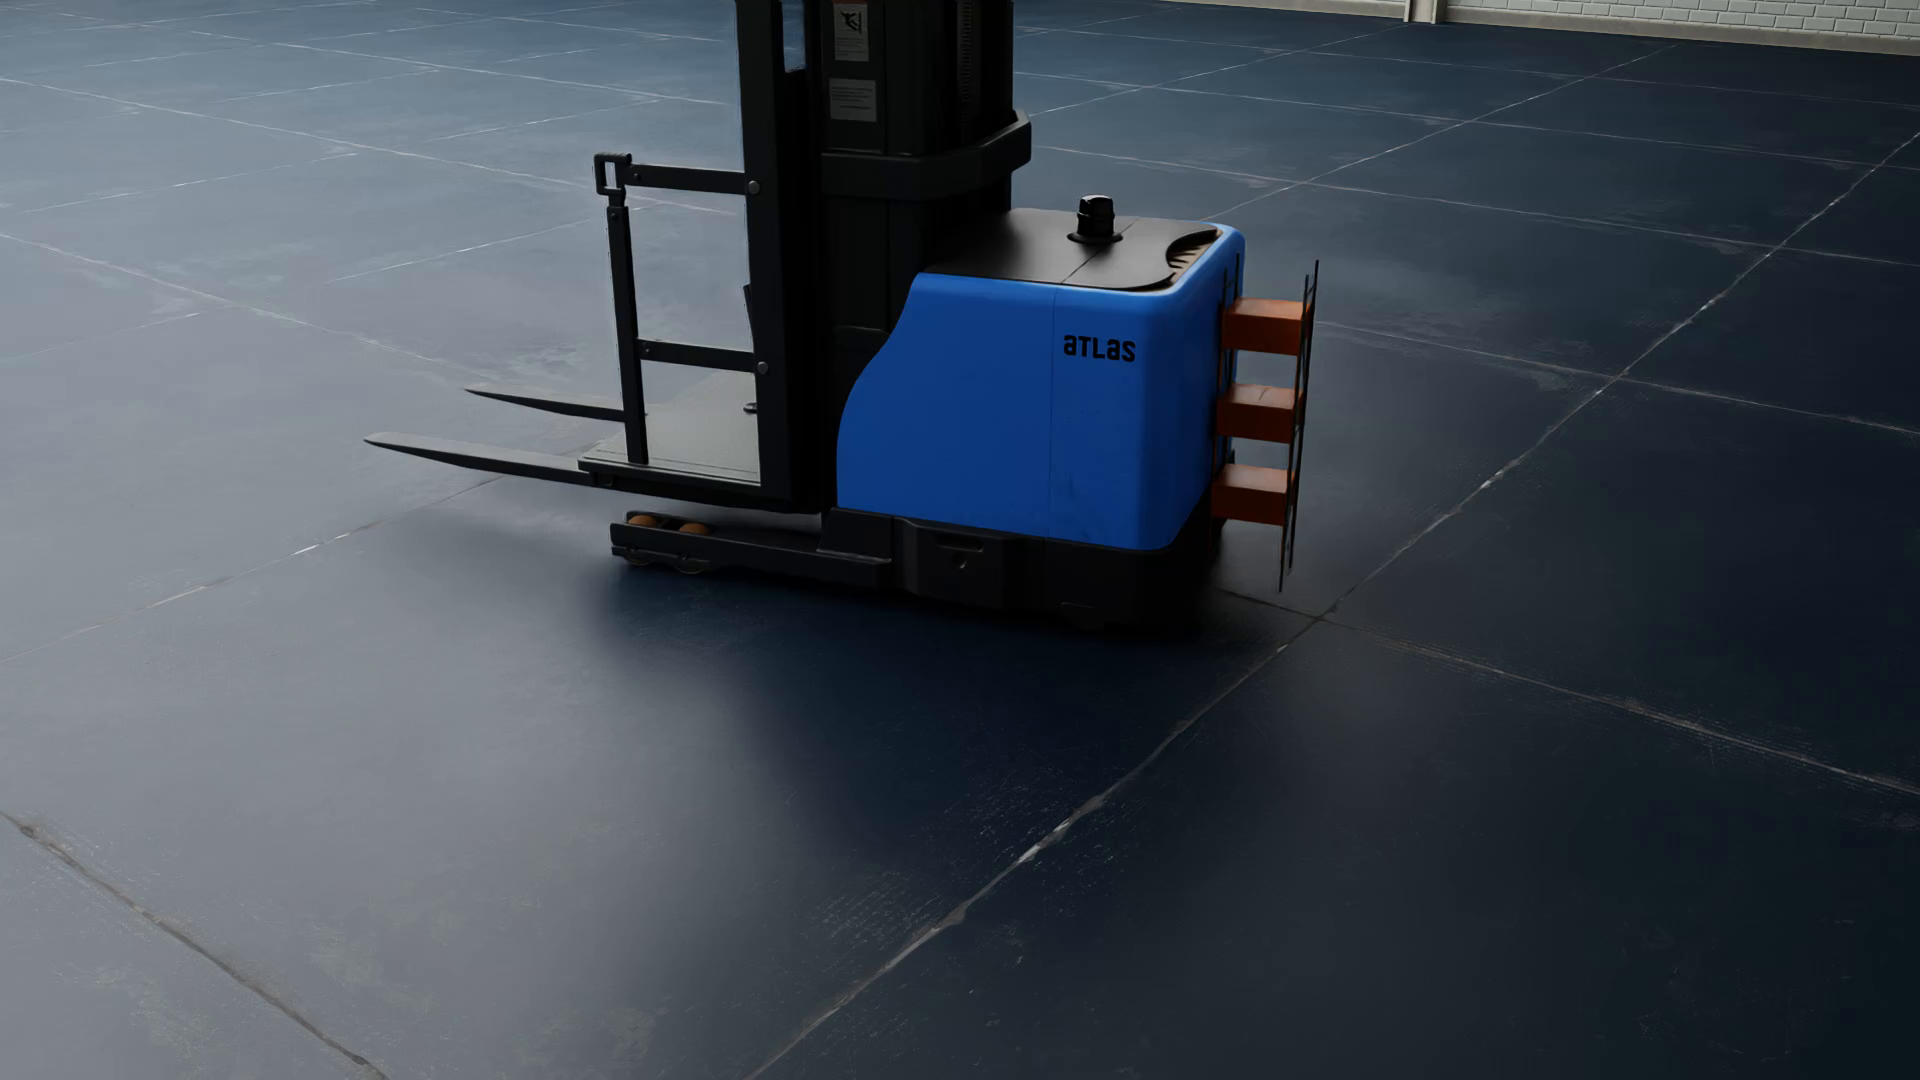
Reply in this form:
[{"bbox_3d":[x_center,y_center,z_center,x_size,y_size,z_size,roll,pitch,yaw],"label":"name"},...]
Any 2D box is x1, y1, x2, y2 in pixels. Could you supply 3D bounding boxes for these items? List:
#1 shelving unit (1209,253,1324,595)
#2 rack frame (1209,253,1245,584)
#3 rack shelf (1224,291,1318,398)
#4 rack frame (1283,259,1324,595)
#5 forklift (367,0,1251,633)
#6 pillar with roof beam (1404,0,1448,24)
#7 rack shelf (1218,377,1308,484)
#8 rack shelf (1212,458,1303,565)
[{"bbox_3d":[0.964,-0.359,5.262,0.252,1.050,0.215,9,25,19],"label":"shelving unit"},{"bbox_3d":[0.850,-0.376,5.301,0.008,1.050,0.200,9,25,19],"label":"rack frame"},{"bbox_3d":[0.965,-0.609,5.152,0.240,0.259,0.215,9,25,19],"label":"rack shelf"},{"bbox_3d":[1.079,-0.342,5.223,0.008,1.050,0.200,9,25,19],"label":"rack frame"},{"bbox_3d":[-0.614,-1.414,5.323,3.031,2.935,1.130,9,25,19],"label":"forklift"},{"bbox_3d":[2.921,-8.876,14.734,0.400,9.000,9.100,17,29,33],"label":"pillar with roof beam"},{"bbox_3d":[0.965,-0.349,5.266,0.240,0.259,0.215,9,25,19],"label":"rack shelf"},{"bbox_3d":[0.964,-0.095,5.378,0.240,0.259,0.215,9,25,19],"label":"rack shelf"}]
